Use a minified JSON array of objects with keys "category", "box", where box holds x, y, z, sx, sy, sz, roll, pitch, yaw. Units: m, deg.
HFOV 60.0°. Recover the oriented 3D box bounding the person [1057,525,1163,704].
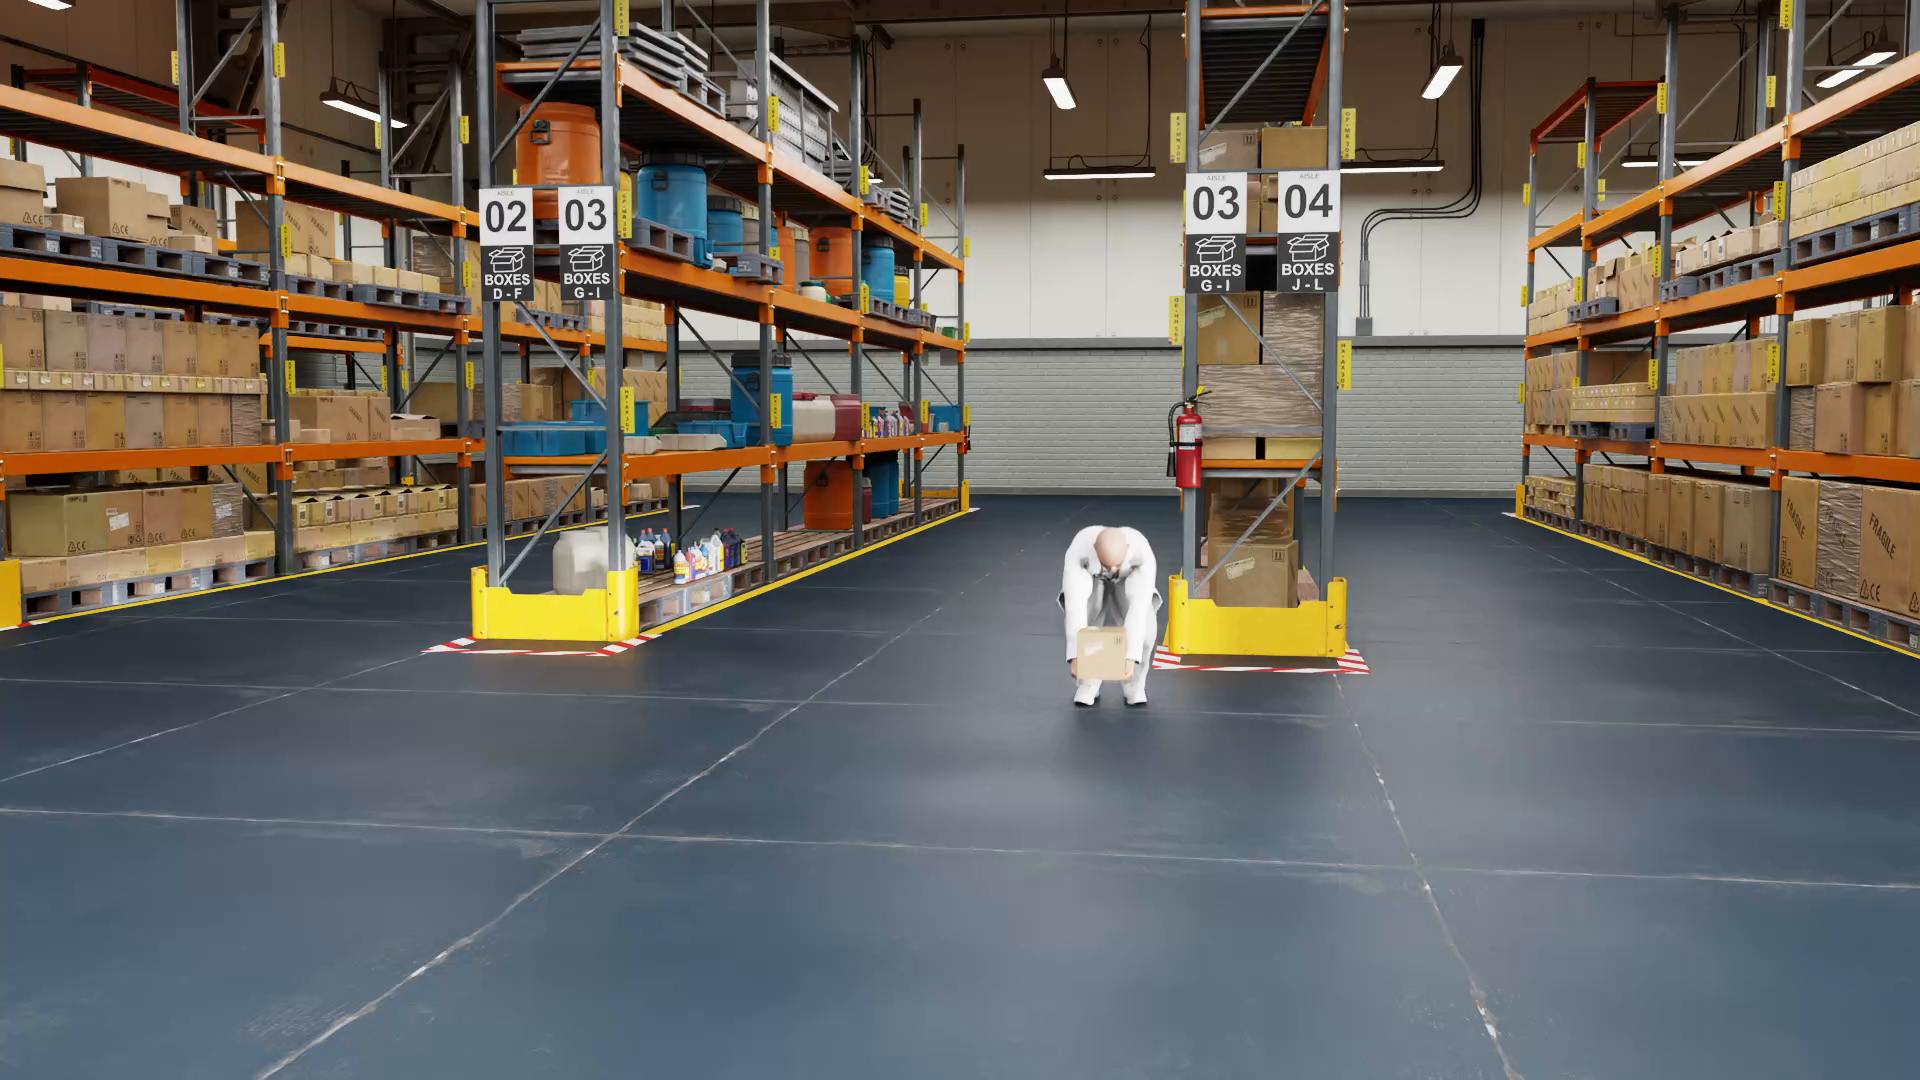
[{"category":"person","box":[0.825,0.416,9.195,0.591,1.005,0.939,0,4,6]}]
